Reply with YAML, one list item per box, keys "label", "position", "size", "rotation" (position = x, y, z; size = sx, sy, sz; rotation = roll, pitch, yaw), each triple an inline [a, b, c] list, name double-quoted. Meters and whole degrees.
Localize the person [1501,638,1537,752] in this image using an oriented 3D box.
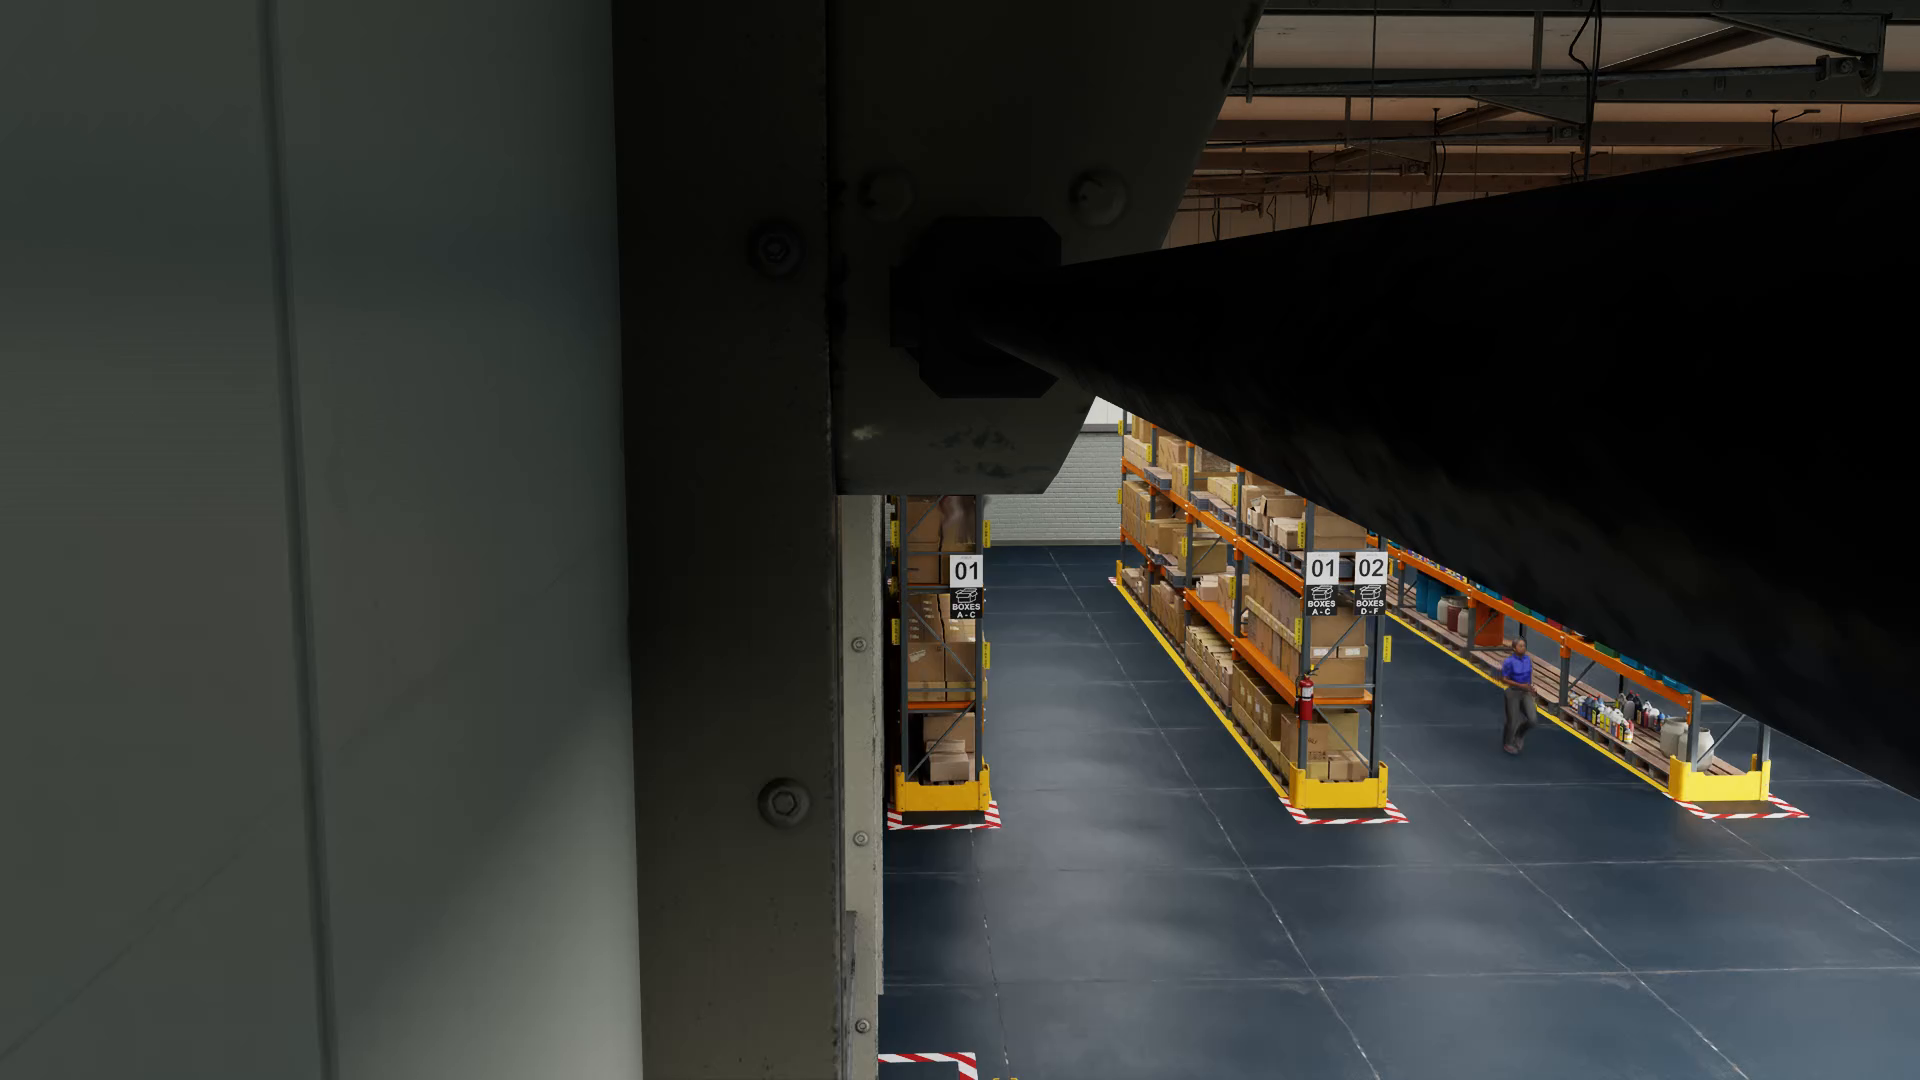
- label: "person"
  position: [7.728, 2.157, 22.921]
  size: [0.556, 1.619, 0.603]
  rotation: [-2, 9, -14]
